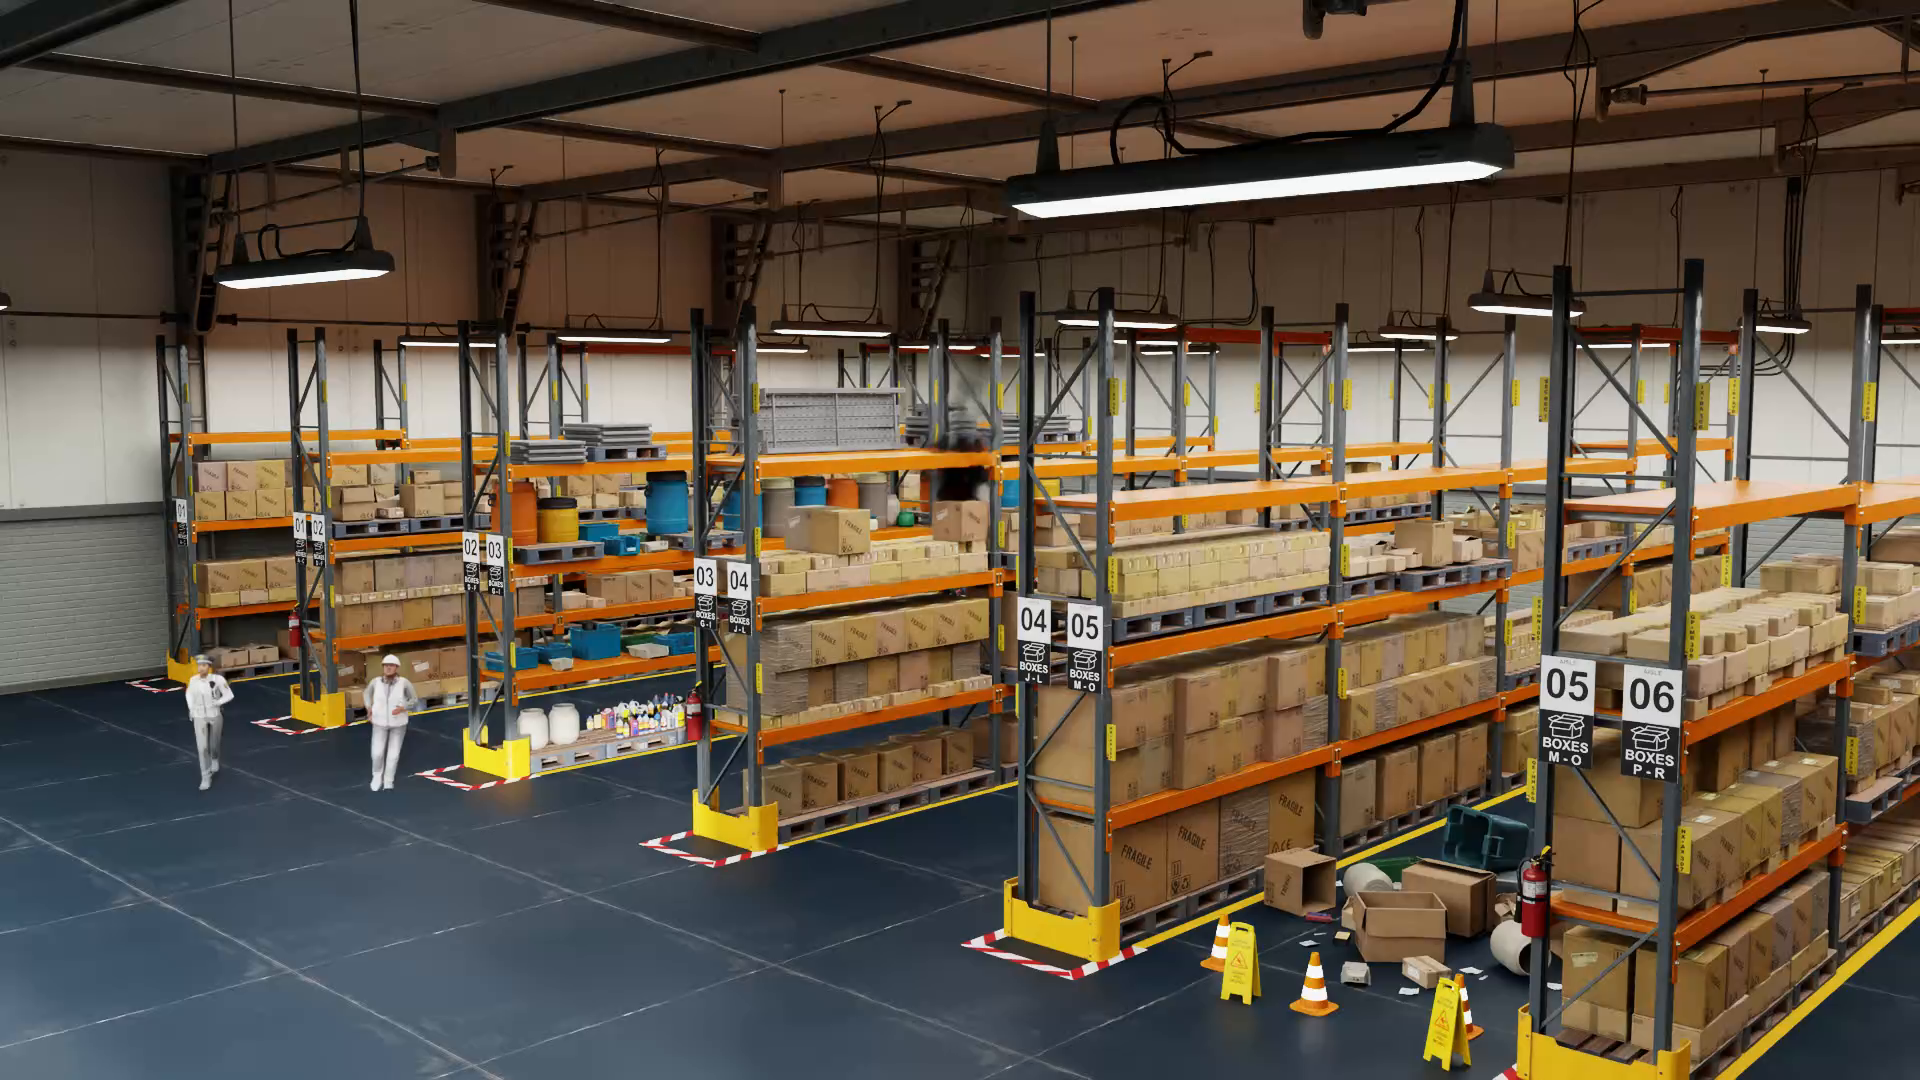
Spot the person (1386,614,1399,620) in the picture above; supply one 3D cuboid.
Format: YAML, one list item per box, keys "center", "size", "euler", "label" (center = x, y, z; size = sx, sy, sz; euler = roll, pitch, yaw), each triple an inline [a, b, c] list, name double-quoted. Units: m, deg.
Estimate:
- center: [6.438, 1.982, 24.525]
  size: [0.965, 1.805, 0.728]
  euler: [-5, 8, -44]
  label: "person"

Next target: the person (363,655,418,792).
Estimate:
- center: [-7.241, 2.317, 21.021]
  size: [0.606, 1.743, 0.591]
  euler: [-1, 6, -13]
  label: "person"

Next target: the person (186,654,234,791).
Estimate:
- center: [-9.707, 2.308, 21.515]
  size: [0.604, 1.710, 0.854]
  euler: [-1, 6, -15]
  label: "person"
